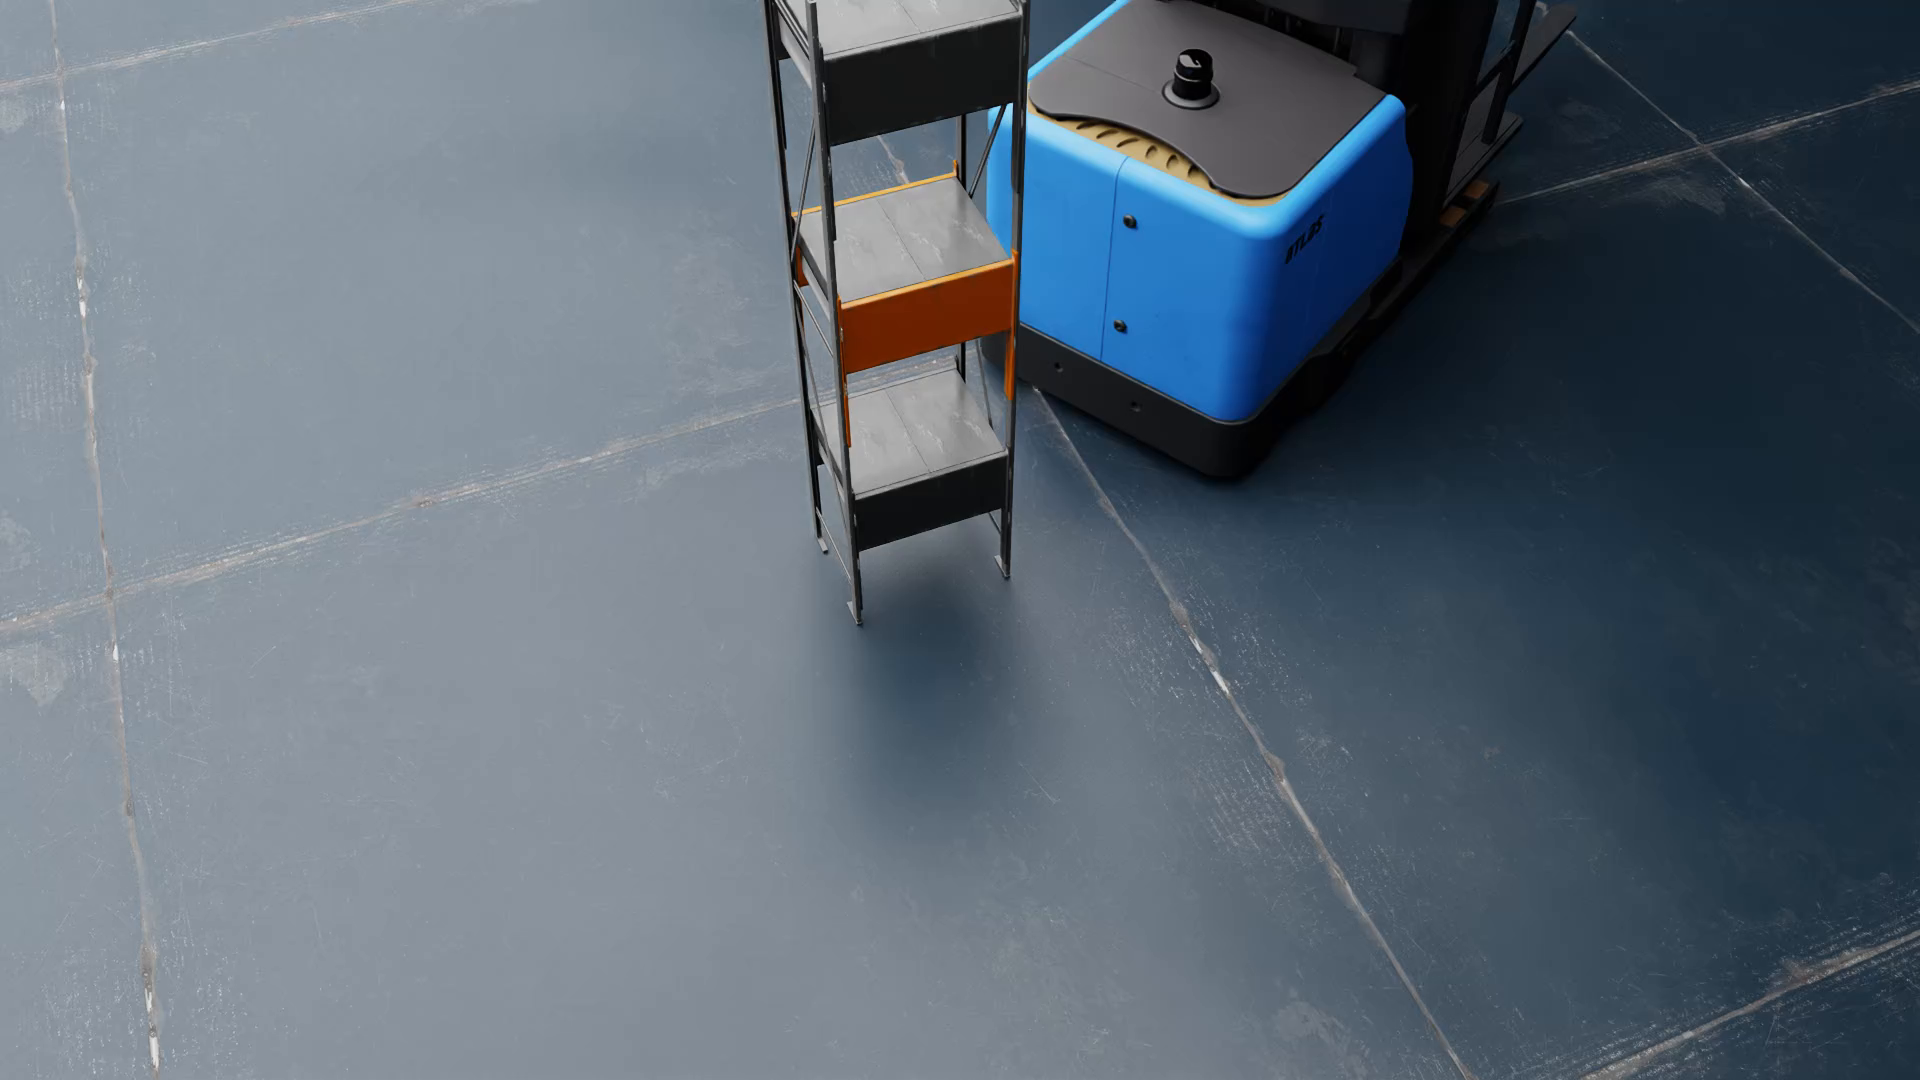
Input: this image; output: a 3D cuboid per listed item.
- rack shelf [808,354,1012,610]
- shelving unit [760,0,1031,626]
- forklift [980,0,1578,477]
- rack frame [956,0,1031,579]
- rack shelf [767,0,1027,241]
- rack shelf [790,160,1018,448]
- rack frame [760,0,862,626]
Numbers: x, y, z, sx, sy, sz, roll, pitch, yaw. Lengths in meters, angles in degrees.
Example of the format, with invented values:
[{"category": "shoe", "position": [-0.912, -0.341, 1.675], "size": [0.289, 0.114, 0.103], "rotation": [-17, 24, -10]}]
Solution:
[{"category": "rack shelf", "position": [-0.153, -0.172, 4.954], "size": [0.480, 0.518, 0.431], "rotation": [-17, 52, -14]}, {"category": "shelving unit", "position": [-0.153, -0.637, 4.413], "size": [0.503, 2.100, 0.431], "rotation": [-17, 52, -14]}, {"category": "forklift", "position": [1.359, -2.233, 5.235], "size": [1.130, 2.935, 3.031], "rotation": [30, 56, 23]}, {"category": "rack frame", "position": [0.073, -0.707, 4.473], "size": [0.015, 2.100, 0.400], "rotation": [-17, 52, -14]}, {"category": "rack shelf", "position": [-0.153, -1.084, 3.892], "size": [0.480, 0.518, 0.431], "rotation": [-17, 52, -14]}, {"category": "rack shelf", "position": [-0.153, -0.628, 4.423], "size": [0.480, 0.518, 0.431], "rotation": [-17, 52, -14]}, {"category": "rack frame", "position": [-0.379, -0.567, 4.353], "size": [0.015, 2.100, 0.400], "rotation": [-17, 52, -14]}]
